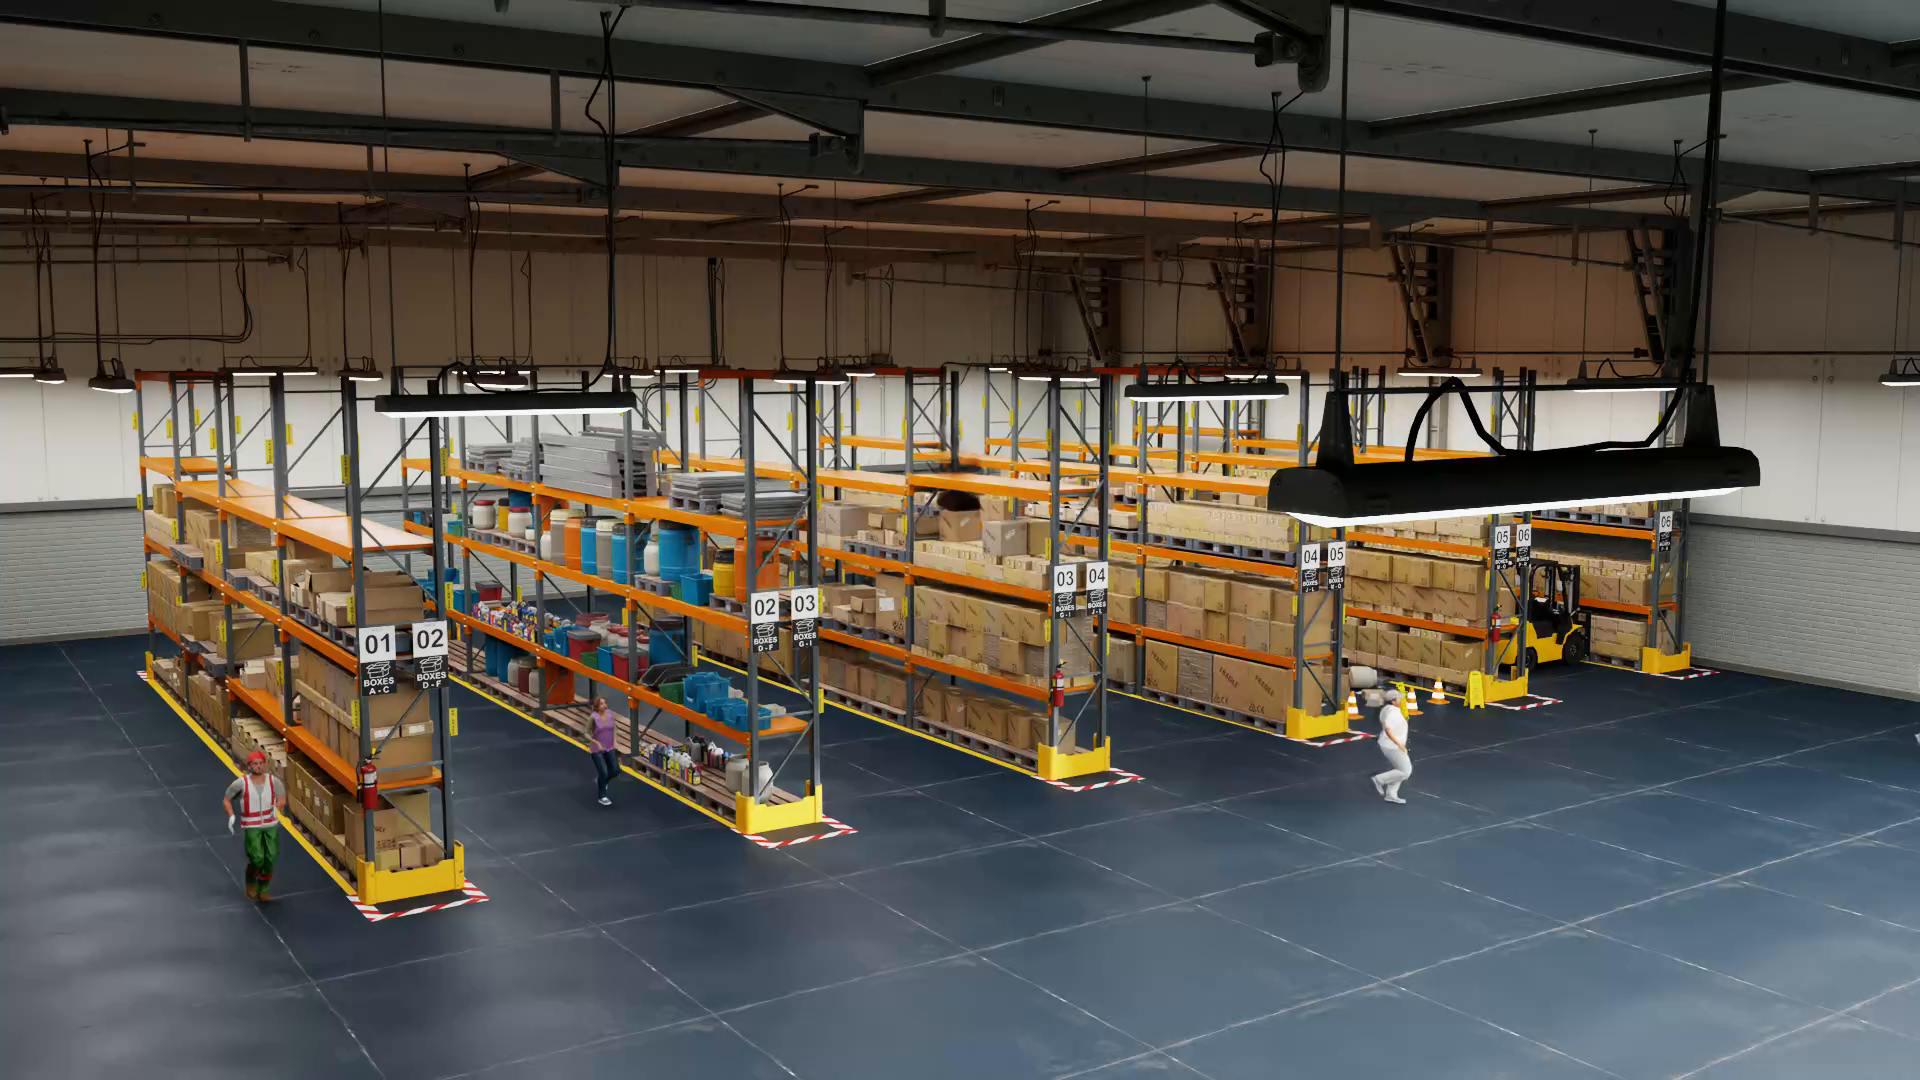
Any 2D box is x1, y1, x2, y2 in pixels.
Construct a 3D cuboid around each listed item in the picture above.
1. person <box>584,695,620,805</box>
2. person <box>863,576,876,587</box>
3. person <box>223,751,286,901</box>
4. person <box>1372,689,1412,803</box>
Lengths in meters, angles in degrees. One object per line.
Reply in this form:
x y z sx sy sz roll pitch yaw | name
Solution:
-4.993 2.939 23.249 0.512 1.554 0.530 -5 8 -39 | person
-2.275 0.815 41.935 0.514 1.582 0.610 3 7 25 | person
-8.047 3.301 19.104 0.642 1.738 0.599 -5 8 -38 | person
6.060 2.904 23.398 0.552 1.627 0.617 0 6 2 | person
